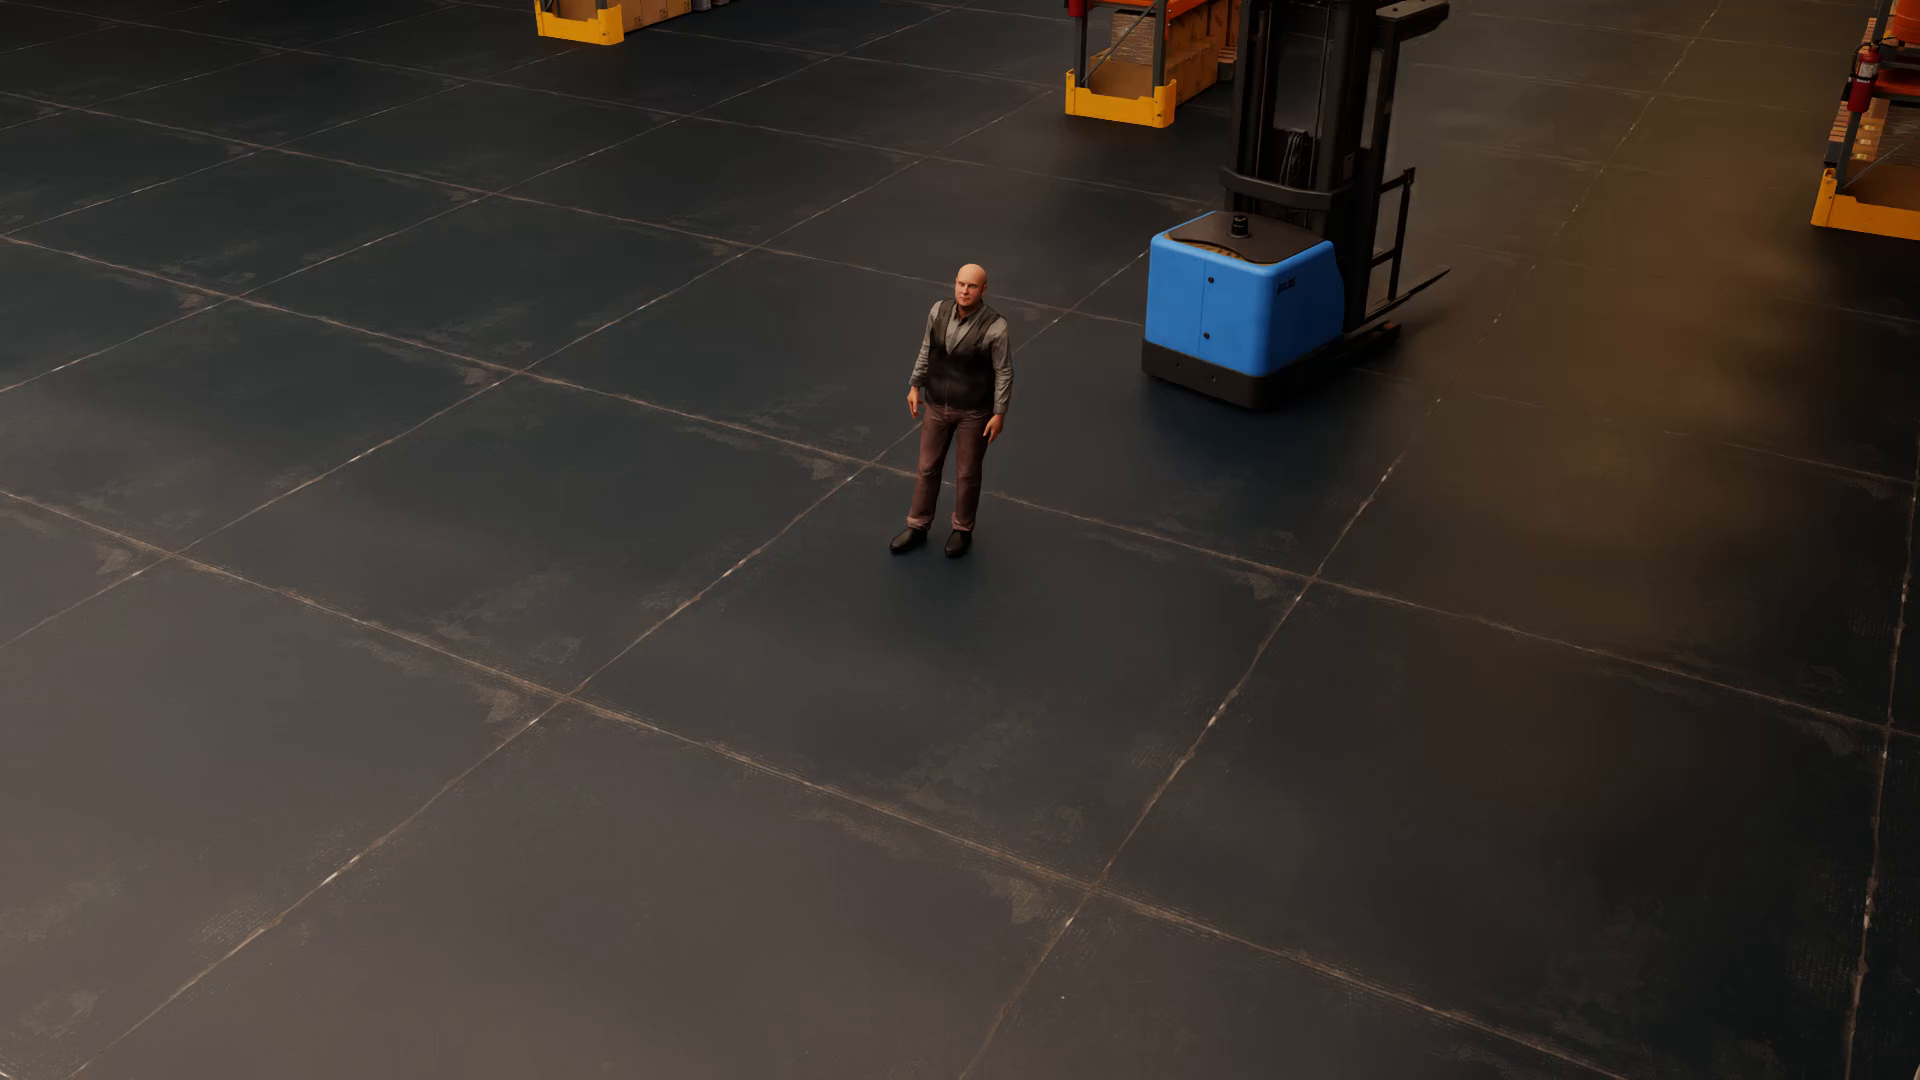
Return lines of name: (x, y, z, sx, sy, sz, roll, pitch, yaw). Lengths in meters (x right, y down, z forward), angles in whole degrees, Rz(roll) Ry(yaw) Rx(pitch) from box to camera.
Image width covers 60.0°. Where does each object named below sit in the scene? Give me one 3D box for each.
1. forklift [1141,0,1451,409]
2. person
forklift: (2.672, -2.820, 11.956, 1.130, 2.935, 3.031, 25, 38, 36)
person: (-0.037, -0.726, 9.524, 0.633, 1.722, 0.566, 15, 33, 25)
